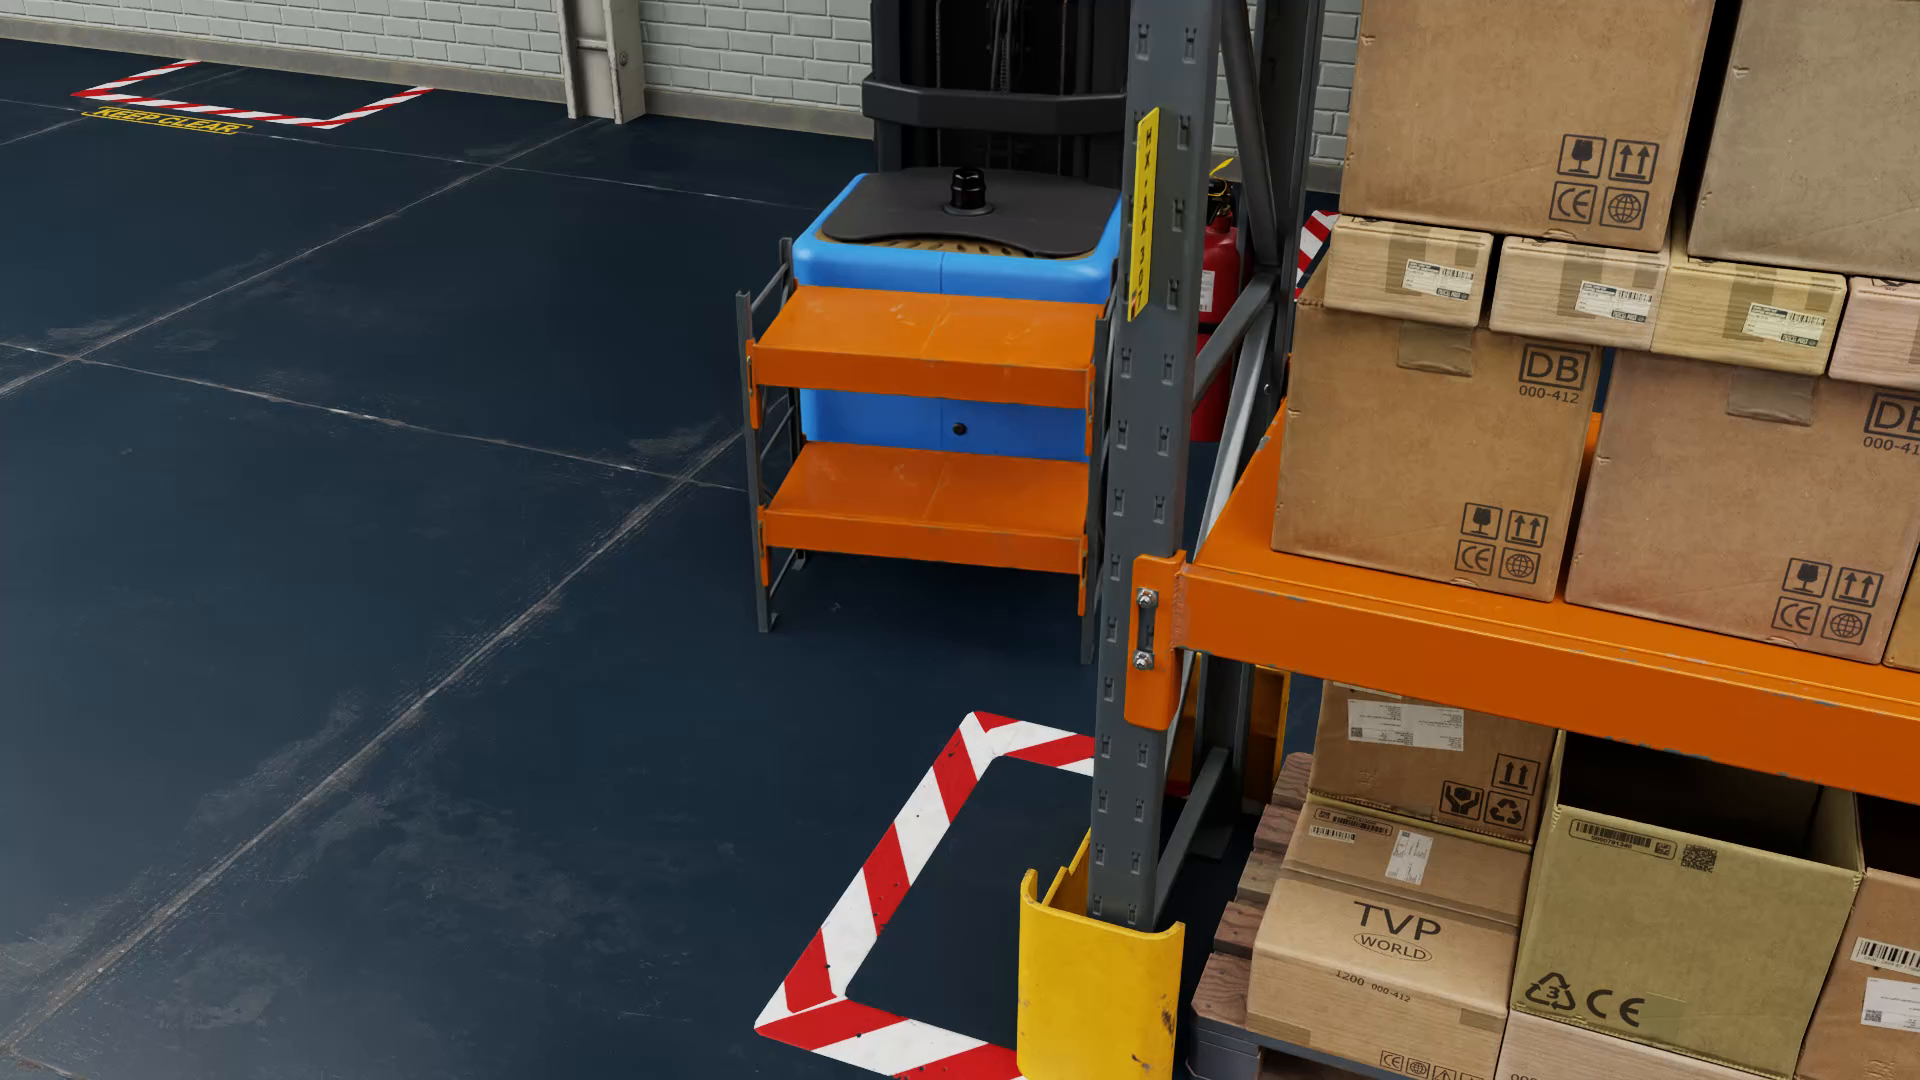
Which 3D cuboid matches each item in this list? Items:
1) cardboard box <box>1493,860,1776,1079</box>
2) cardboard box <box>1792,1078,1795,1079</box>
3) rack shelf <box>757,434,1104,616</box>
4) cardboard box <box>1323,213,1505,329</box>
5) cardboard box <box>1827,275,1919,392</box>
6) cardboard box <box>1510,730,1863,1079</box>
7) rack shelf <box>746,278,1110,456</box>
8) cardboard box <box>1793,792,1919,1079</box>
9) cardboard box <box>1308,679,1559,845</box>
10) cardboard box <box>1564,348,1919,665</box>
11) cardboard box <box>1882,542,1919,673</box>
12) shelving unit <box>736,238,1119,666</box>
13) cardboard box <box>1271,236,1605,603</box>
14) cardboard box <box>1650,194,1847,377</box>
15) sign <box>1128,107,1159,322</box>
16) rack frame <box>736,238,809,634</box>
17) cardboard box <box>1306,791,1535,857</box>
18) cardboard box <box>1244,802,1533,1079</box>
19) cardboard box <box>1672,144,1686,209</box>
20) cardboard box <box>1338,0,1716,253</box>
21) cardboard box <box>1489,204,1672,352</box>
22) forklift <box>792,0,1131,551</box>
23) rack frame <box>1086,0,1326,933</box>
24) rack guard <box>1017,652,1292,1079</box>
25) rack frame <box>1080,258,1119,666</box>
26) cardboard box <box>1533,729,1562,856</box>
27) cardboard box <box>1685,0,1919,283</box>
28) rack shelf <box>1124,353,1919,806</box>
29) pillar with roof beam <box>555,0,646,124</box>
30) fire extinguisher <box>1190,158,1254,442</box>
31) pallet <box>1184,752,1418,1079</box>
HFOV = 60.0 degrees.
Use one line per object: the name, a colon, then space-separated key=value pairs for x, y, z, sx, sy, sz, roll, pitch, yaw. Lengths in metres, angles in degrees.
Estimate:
cardboard box: x=1.385 y=0.948 z=3.392 sx=0.500 sy=0.250 sz=0.500 roll=11 pitch=31 yaw=19
cardboard box: x=1.848 y=1.041 z=3.228 sx=0.500 sy=0.250 sz=0.500 roll=11 pitch=31 yaw=19
rack shelf: x=-0.073 y=-0.060 z=5.210 sx=1.000 sy=0.278 sz=0.538 roll=5 pitch=30 yaw=9
cardboard box: x=0.790 y=-0.513 z=2.848 sx=0.250 sy=0.149 sz=0.380 roll=11 pitch=31 yaw=19
cardboard box: x=1.499 y=-0.371 z=2.597 sx=0.250 sy=0.149 sz=0.380 roll=11 pitch=31 yaw=18
cardboard box: x=1.384 y=0.622 z=3.206 sx=0.500 sy=0.500 sz=0.500 roll=11 pitch=31 yaw=19
rack shelf: x=-0.073 y=-0.528 z=4.946 sx=1.000 sy=0.278 sz=0.538 roll=5 pitch=30 yaw=9
cardboard box: x=1.853 y=0.709 z=3.053 sx=0.500 sy=0.500 sz=0.500 roll=11 pitch=31 yaw=19
cardboard box: x=1.116 y=0.294 z=3.788 sx=0.500 sy=0.500 sz=0.500 roll=11 pitch=31 yaw=19
cardboard box: x=1.423 y=-0.214 z=2.979 sx=0.500 sy=0.500 sz=0.700 roll=12 pitch=32 yaw=20
cardboard box: x=1.881 y=-0.120 z=2.812 sx=0.500 sy=0.500 sz=0.700 roll=12 pitch=31 yaw=19
shelving unit: x=-0.073 y=-0.273 z=5.090 sx=1.048 sy=1.125 sz=0.538 roll=5 pitch=30 yaw=9
cardboard box: x=0.935 y=-0.309 z=3.147 sx=0.500 sy=0.500 sz=0.700 roll=11 pitch=31 yaw=19
cardboard box: x=1.266 y=-0.418 z=2.681 sx=0.250 sy=0.149 sz=0.380 roll=11 pitch=31 yaw=19
sign: x=0.293 y=-0.517 z=2.656 sx=0.005 sy=0.325 sz=0.100 roll=11 pitch=31 yaw=19
rack frame: x=-0.574 y=-0.317 z=5.168 sx=0.032 sy=1.125 sz=0.500 roll=5 pitch=30 yaw=9
cardboard box: x=1.115 y=0.621 z=3.971 sx=0.500 sy=0.250 sz=0.500 roll=11 pitch=31 yaw=19
cardboard box: x=0.920 y=0.857 z=3.553 sx=0.500 sy=0.250 sz=0.500 roll=11 pitch=31 yaw=19
cardboard box: x=1.413 y=-0.605 z=3.011 sx=0.250 sy=0.149 sz=0.380 roll=11 pitch=31 yaw=18
cardboard box: x=0.984 y=-0.864 z=2.810 sx=0.500 sy=0.500 sz=0.700 roll=11 pitch=31 yaw=19
cardboard box: x=1.035 y=-0.465 z=2.764 sx=0.250 sy=0.149 sz=0.380 roll=10 pitch=31 yaw=18
forklift: x=0.273 y=-1.928 z=6.182 sx=1.130 sy=2.935 sz=3.031 roll=6 pitch=30 yaw=11
rack frame: x=0.507 y=-0.358 z=3.334 sx=0.127 sy=3.000 sz=1.000 roll=11 pitch=31 yaw=19
rack guard: x=0.485 y=0.726 z=3.957 sx=0.348 sy=0.500 sz=1.175 roll=11 pitch=31 yaw=19
rack frame: x=0.427 y=-0.229 z=5.011 sx=0.032 sy=1.125 sz=0.500 roll=5 pitch=30 yaw=9
cardboard box: x=1.583 y=0.708 z=3.817 sx=0.500 sy=0.250 sz=0.500 roll=11 pitch=31 yaw=19
cardboard box: x=1.473 y=-0.769 z=2.642 sx=0.500 sy=0.500 sz=0.700 roll=10 pitch=31 yaw=18
rack shelf: x=2.360 y=0.325 z=2.857 sx=4.000 sy=0.370 sz=1.077 roll=11 pitch=31 yaw=19
pillar with roof beam: x=-3.838 y=-4.641 z=4.815 sx=0.400 sy=9.000 sz=9.100 roll=11 pitch=31 yaw=19
fire extinguisher: x=0.572 y=-0.558 z=3.767 sx=0.183 sy=0.674 sz=0.296 roll=11 pitch=31 yaw=19
pallet: x=1.231 y=0.979 z=3.804 sx=1.213 sy=0.211 sz=1.003 roll=11 pitch=31 yaw=19
